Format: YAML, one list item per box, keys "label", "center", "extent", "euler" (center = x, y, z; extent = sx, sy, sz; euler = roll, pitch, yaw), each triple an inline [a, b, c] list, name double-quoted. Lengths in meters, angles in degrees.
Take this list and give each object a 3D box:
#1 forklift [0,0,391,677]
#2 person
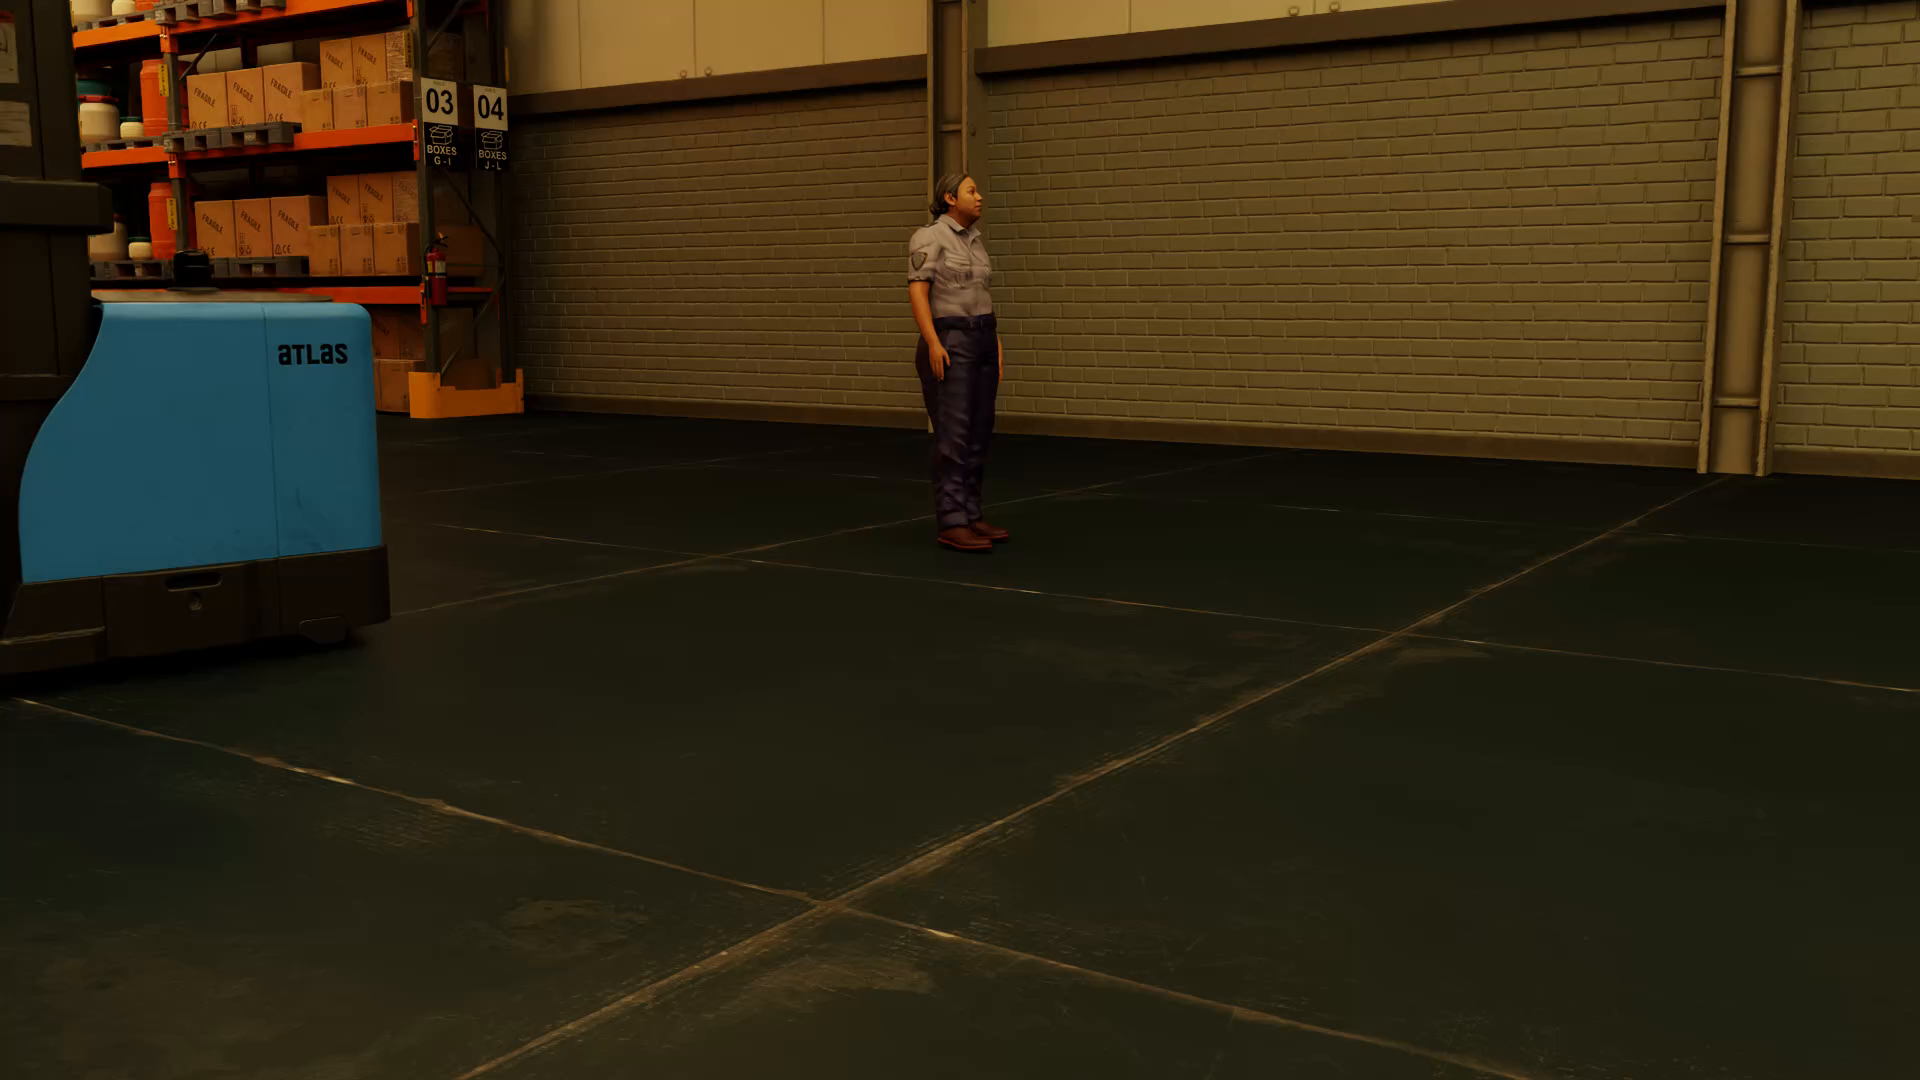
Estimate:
- label: "forklift"
  center: [-3.244, -1.033, 4.458]
  extent: [3.031, 2.935, 1.130]
  euler: [-7, 11, -42]
- label: "person"
  center: [0.062, -0.813, 7.418]
  extent: [0.502, 1.651, 0.598]
  euler: [5, 10, 34]
